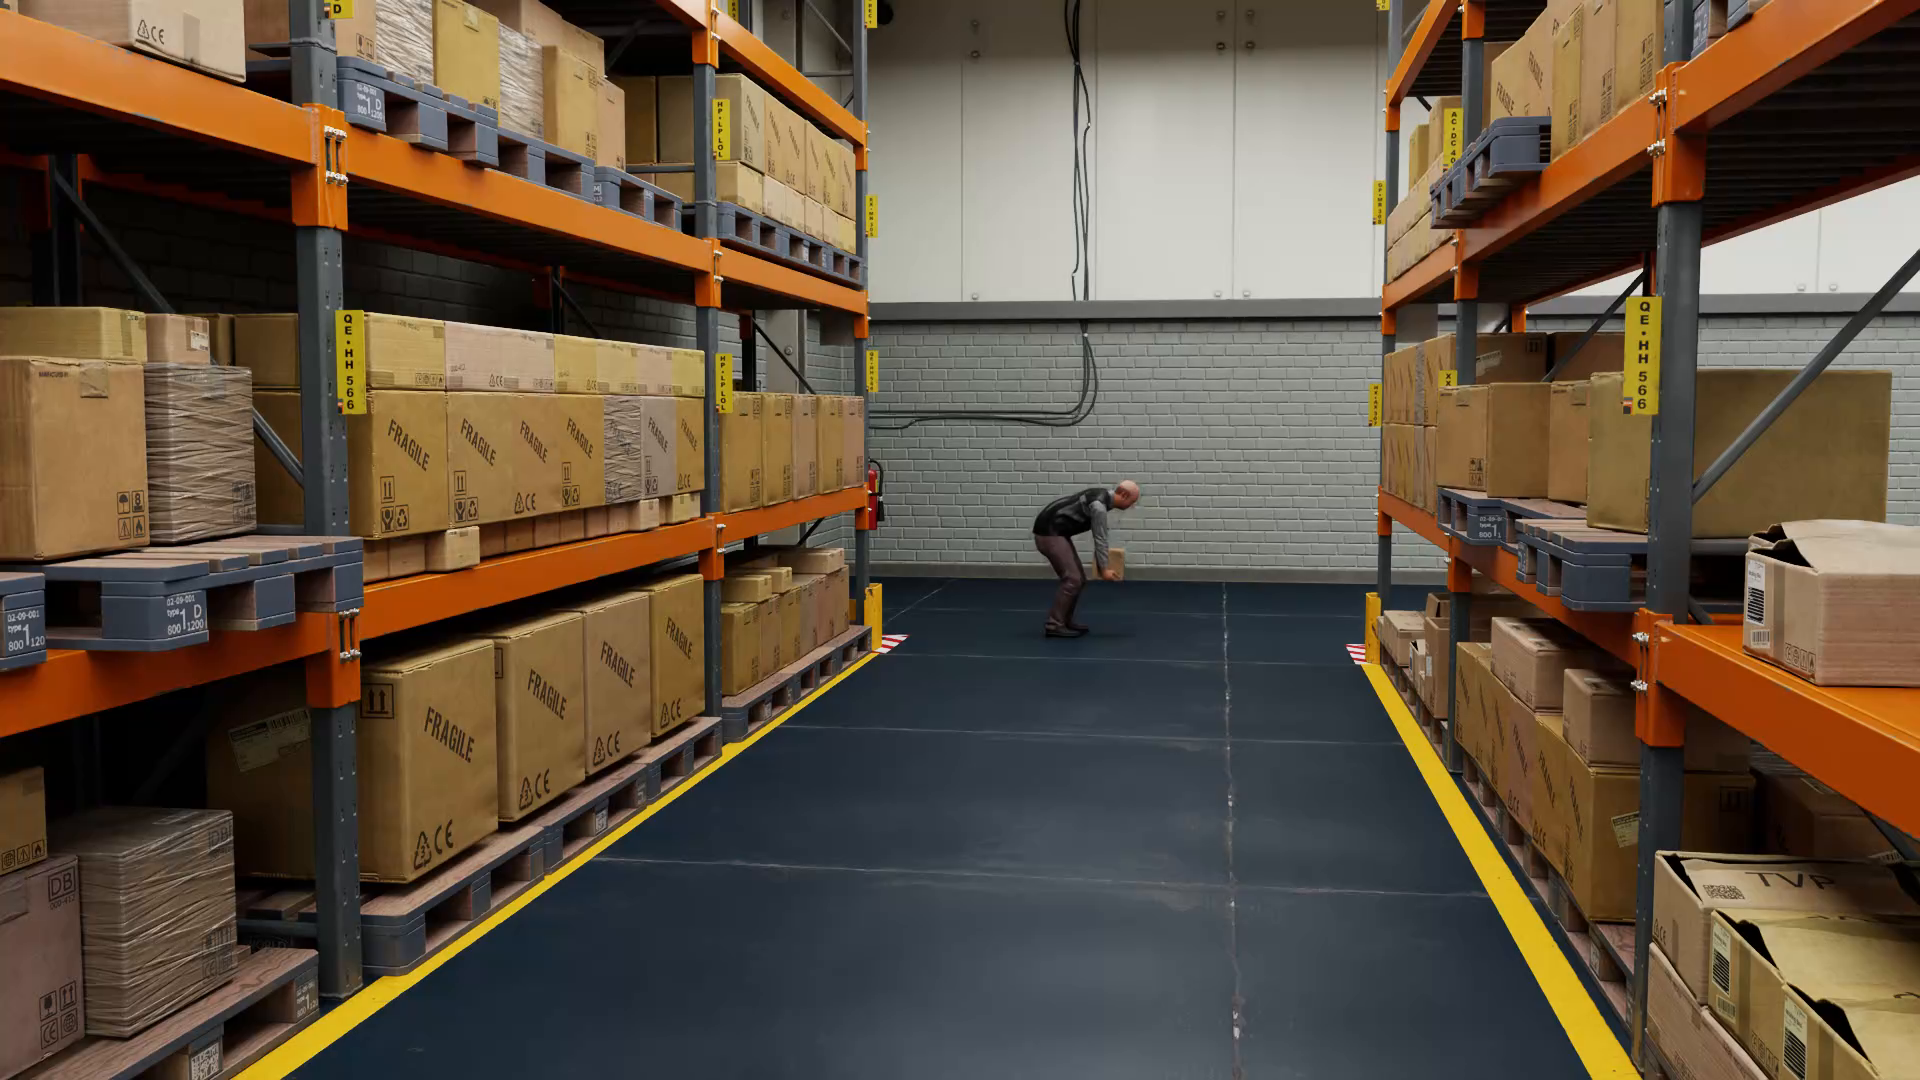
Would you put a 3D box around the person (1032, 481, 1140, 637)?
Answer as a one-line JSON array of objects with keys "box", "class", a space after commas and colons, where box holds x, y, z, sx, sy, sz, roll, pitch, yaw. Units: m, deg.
[{"box": [1.061, 0.150, 14.019, 0.894, 1.308, 0.474, 1, 4, 7], "class": "person"}]
